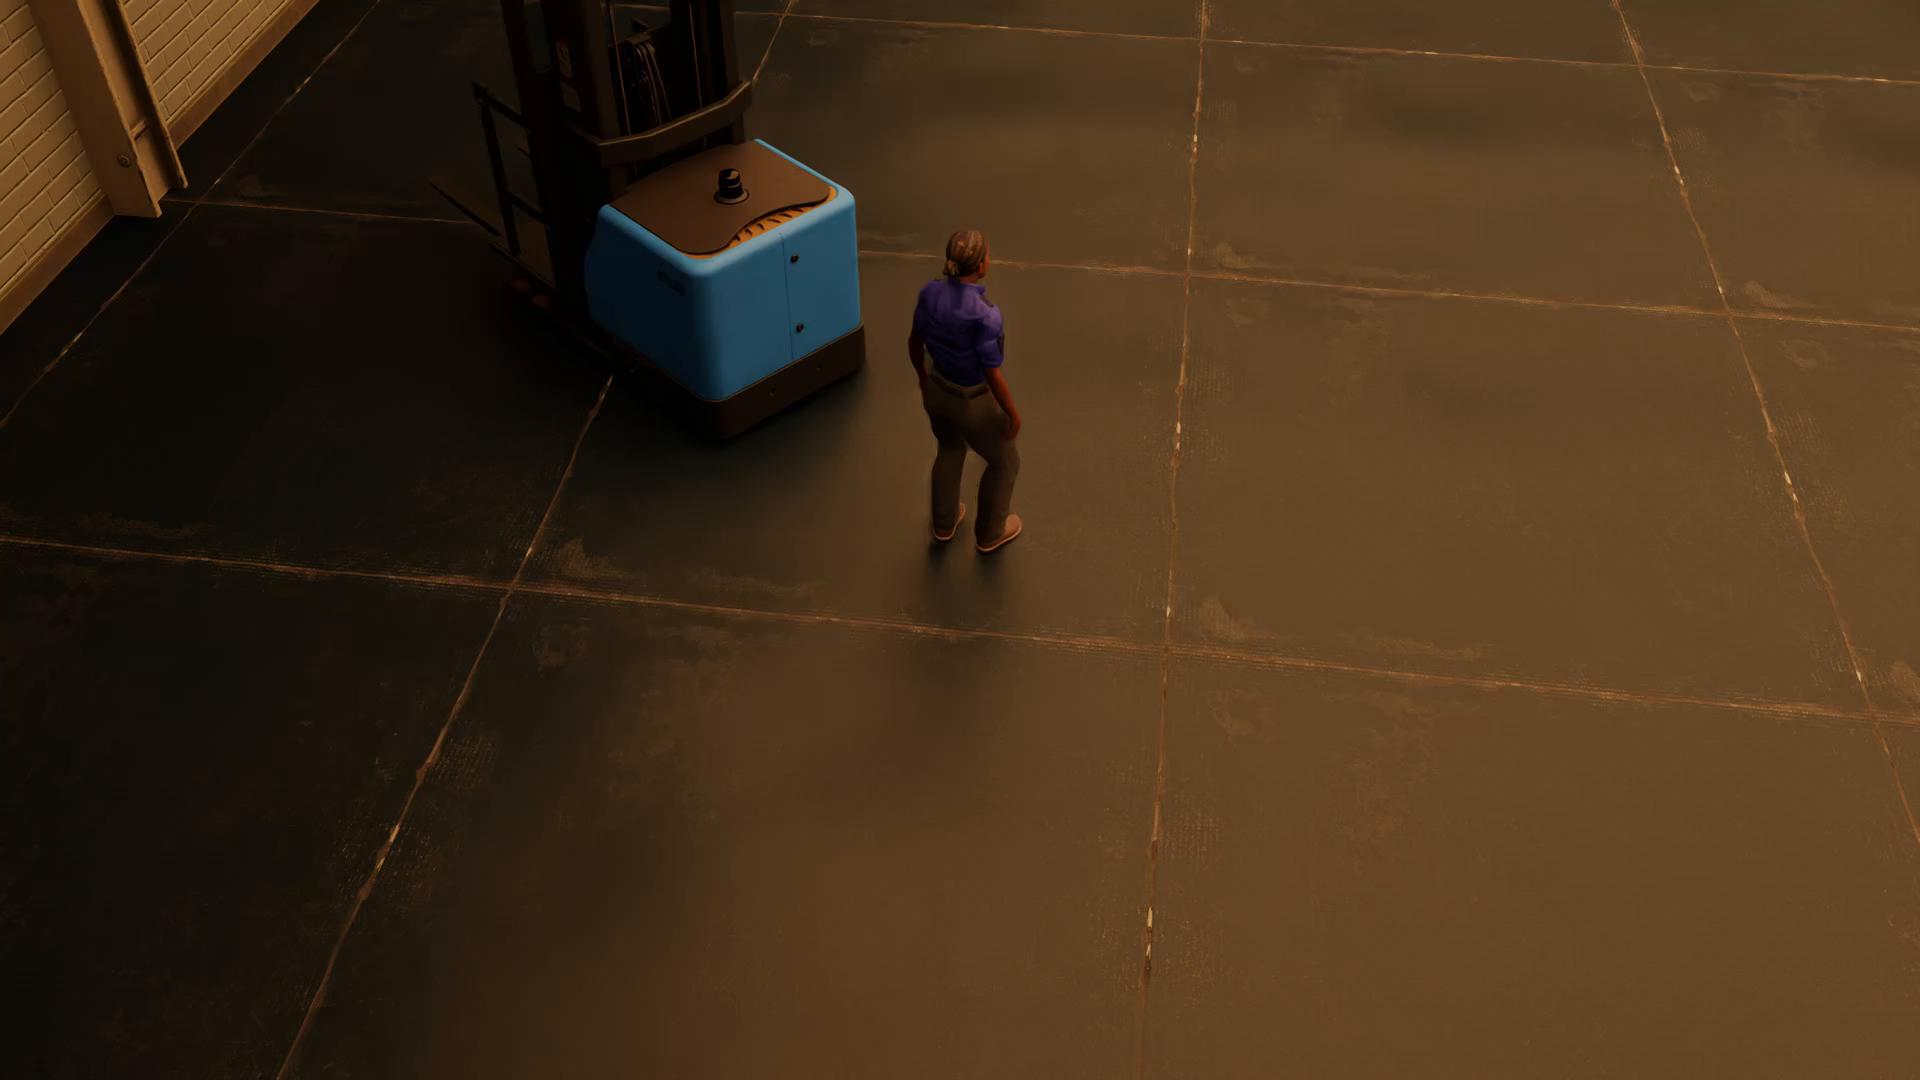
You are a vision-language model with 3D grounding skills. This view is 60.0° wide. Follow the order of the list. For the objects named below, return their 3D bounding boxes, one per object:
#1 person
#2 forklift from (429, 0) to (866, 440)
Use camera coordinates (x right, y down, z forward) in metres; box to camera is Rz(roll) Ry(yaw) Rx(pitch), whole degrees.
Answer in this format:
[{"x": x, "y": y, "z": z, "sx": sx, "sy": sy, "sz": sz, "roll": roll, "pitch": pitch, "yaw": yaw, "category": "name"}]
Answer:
[{"x": 0.058, "y": -0.649, "z": 7.389, "sx": 0.547, "sy": 1.639, "sz": 0.400, "roll": 33, "pitch": 52, "yaw": 31, "category": "person"}, {"x": -1.882, "y": -2.484, "z": 8.428, "sx": 1.130, "sy": 2.935, "sz": 3.031, "roll": -33, "pitch": 52, "yaw": -31, "category": "forklift"}]
